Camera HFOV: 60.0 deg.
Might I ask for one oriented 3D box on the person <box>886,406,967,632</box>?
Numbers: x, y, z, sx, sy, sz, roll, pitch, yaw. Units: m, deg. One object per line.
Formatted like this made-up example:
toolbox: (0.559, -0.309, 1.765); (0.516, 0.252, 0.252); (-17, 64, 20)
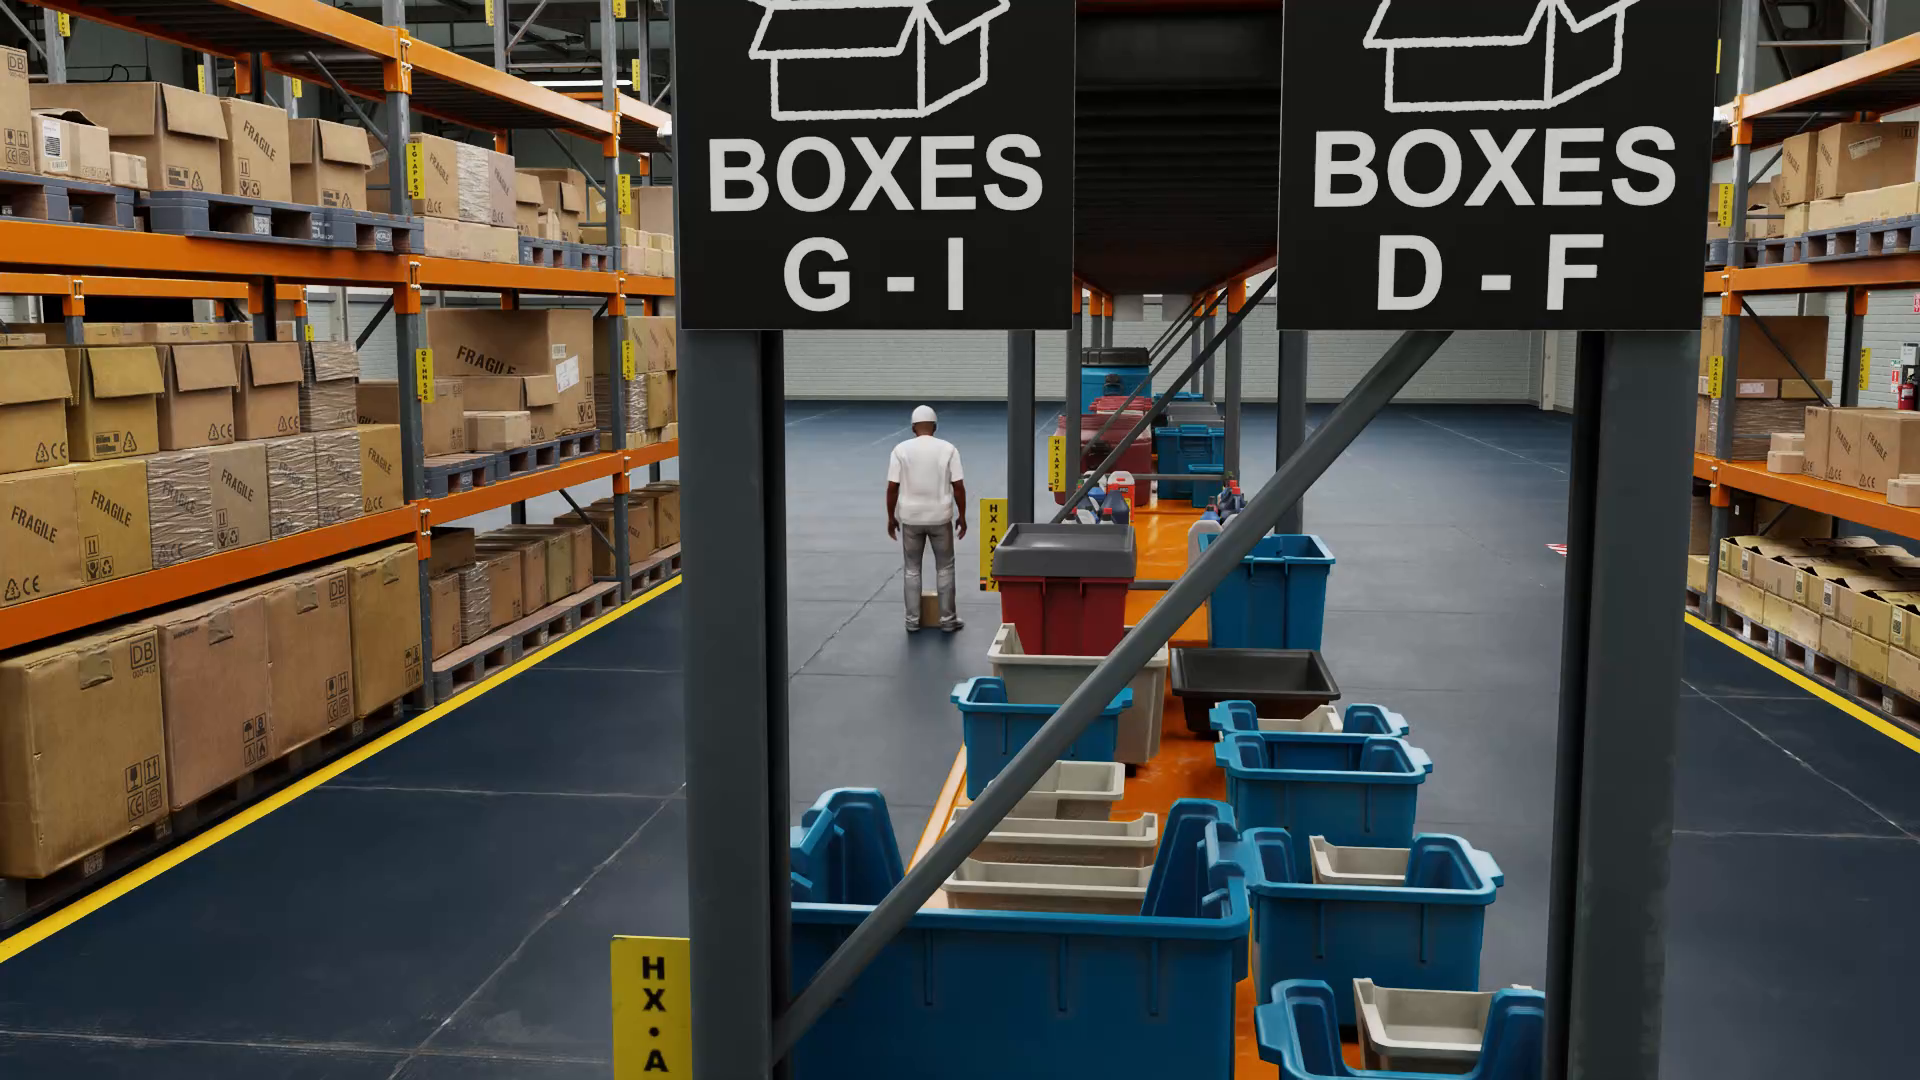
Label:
person: (-0.259, -0.166, 13.001); (0.628, 1.755, 0.462); (0, 8, 3)
